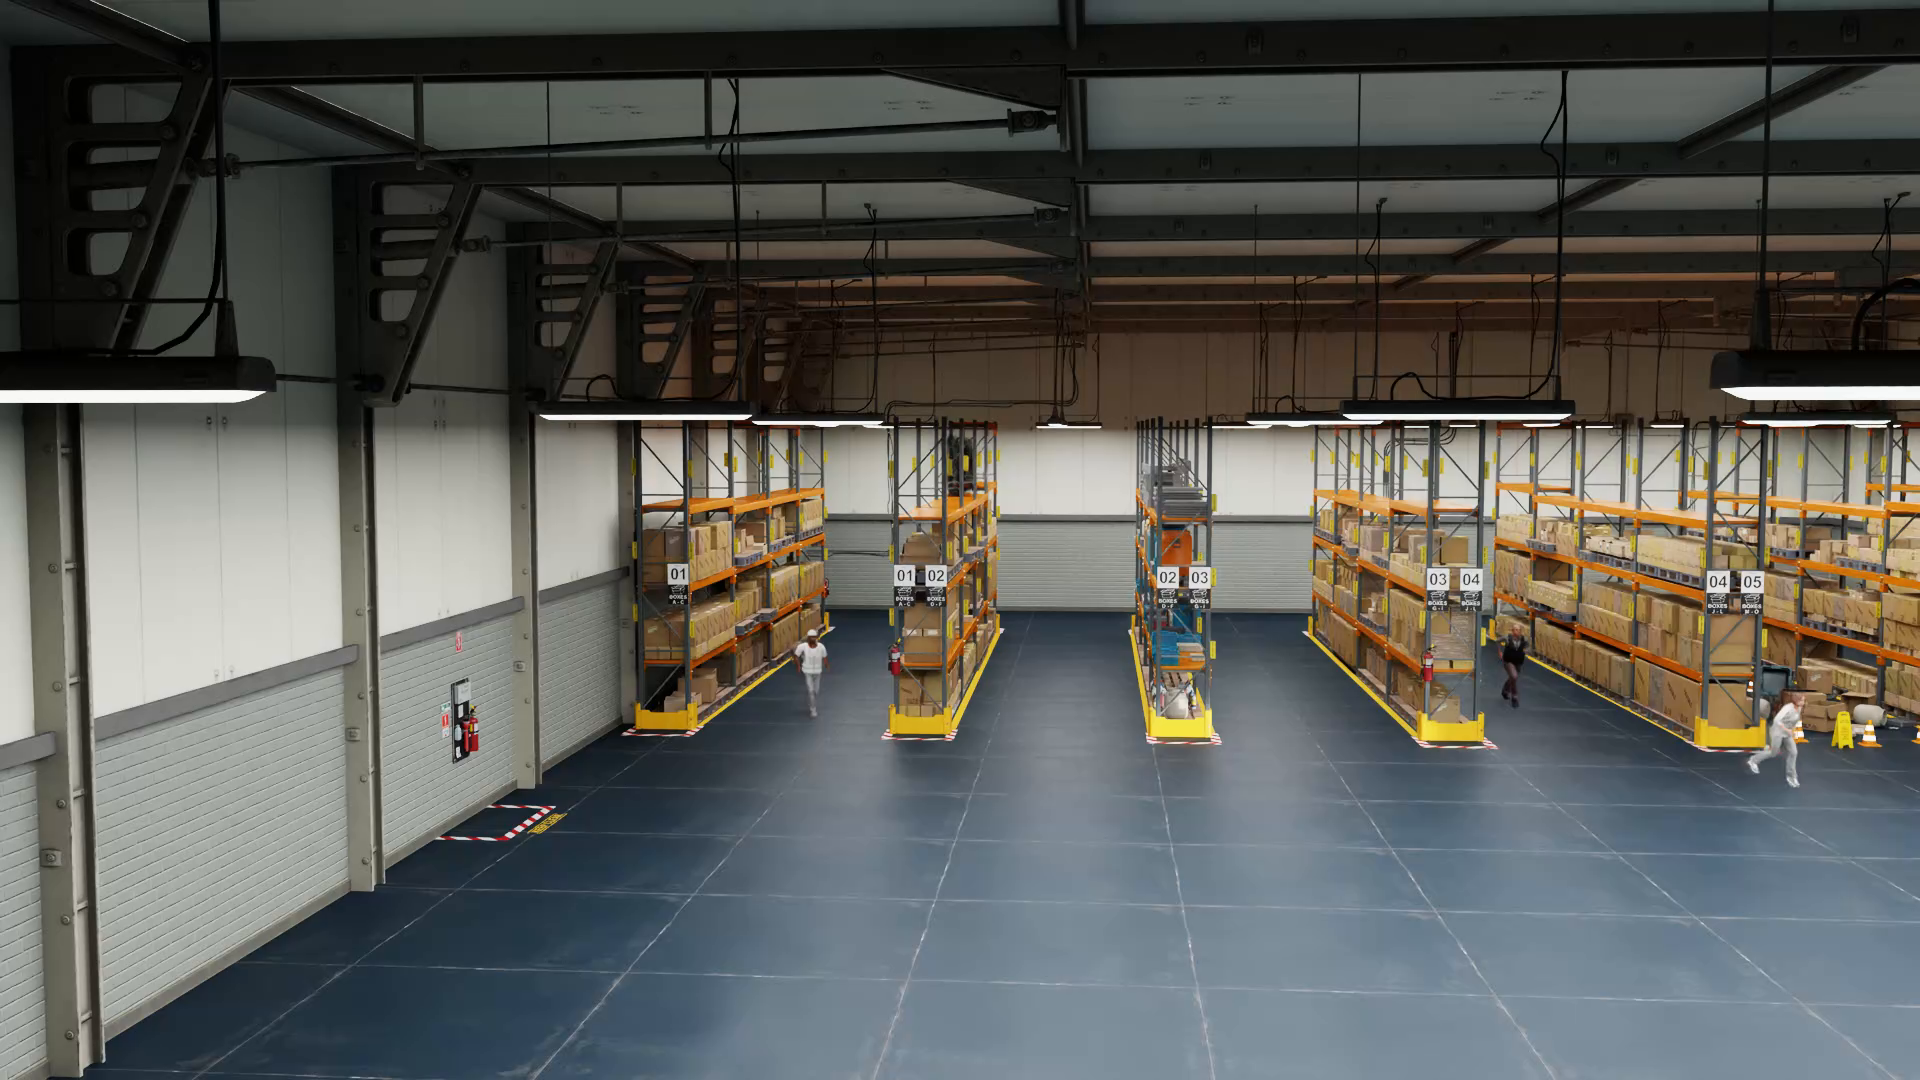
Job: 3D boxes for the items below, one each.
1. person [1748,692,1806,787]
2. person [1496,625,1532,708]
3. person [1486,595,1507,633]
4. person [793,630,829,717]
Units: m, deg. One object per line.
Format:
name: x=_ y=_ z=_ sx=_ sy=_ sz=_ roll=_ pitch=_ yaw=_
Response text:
person: x=13.340 y=3.208 z=27.128 sx=0.572 sy=1.547 sz=0.884 roll=-3 pitch=5 yaw=-36
person: x=11.509 y=2.615 z=34.786 sx=0.554 sy=1.734 sz=0.959 roll=0 pitch=4 yaw=-7
person: x=15.371 y=1.779 z=47.192 sx=0.802 sy=1.764 sz=0.679 roll=-1 pitch=4 yaw=-11
person: x=-3.021 y=2.665 z=33.633 sx=0.684 sy=1.738 sz=0.856 roll=-1 pitch=4 yaw=-21
